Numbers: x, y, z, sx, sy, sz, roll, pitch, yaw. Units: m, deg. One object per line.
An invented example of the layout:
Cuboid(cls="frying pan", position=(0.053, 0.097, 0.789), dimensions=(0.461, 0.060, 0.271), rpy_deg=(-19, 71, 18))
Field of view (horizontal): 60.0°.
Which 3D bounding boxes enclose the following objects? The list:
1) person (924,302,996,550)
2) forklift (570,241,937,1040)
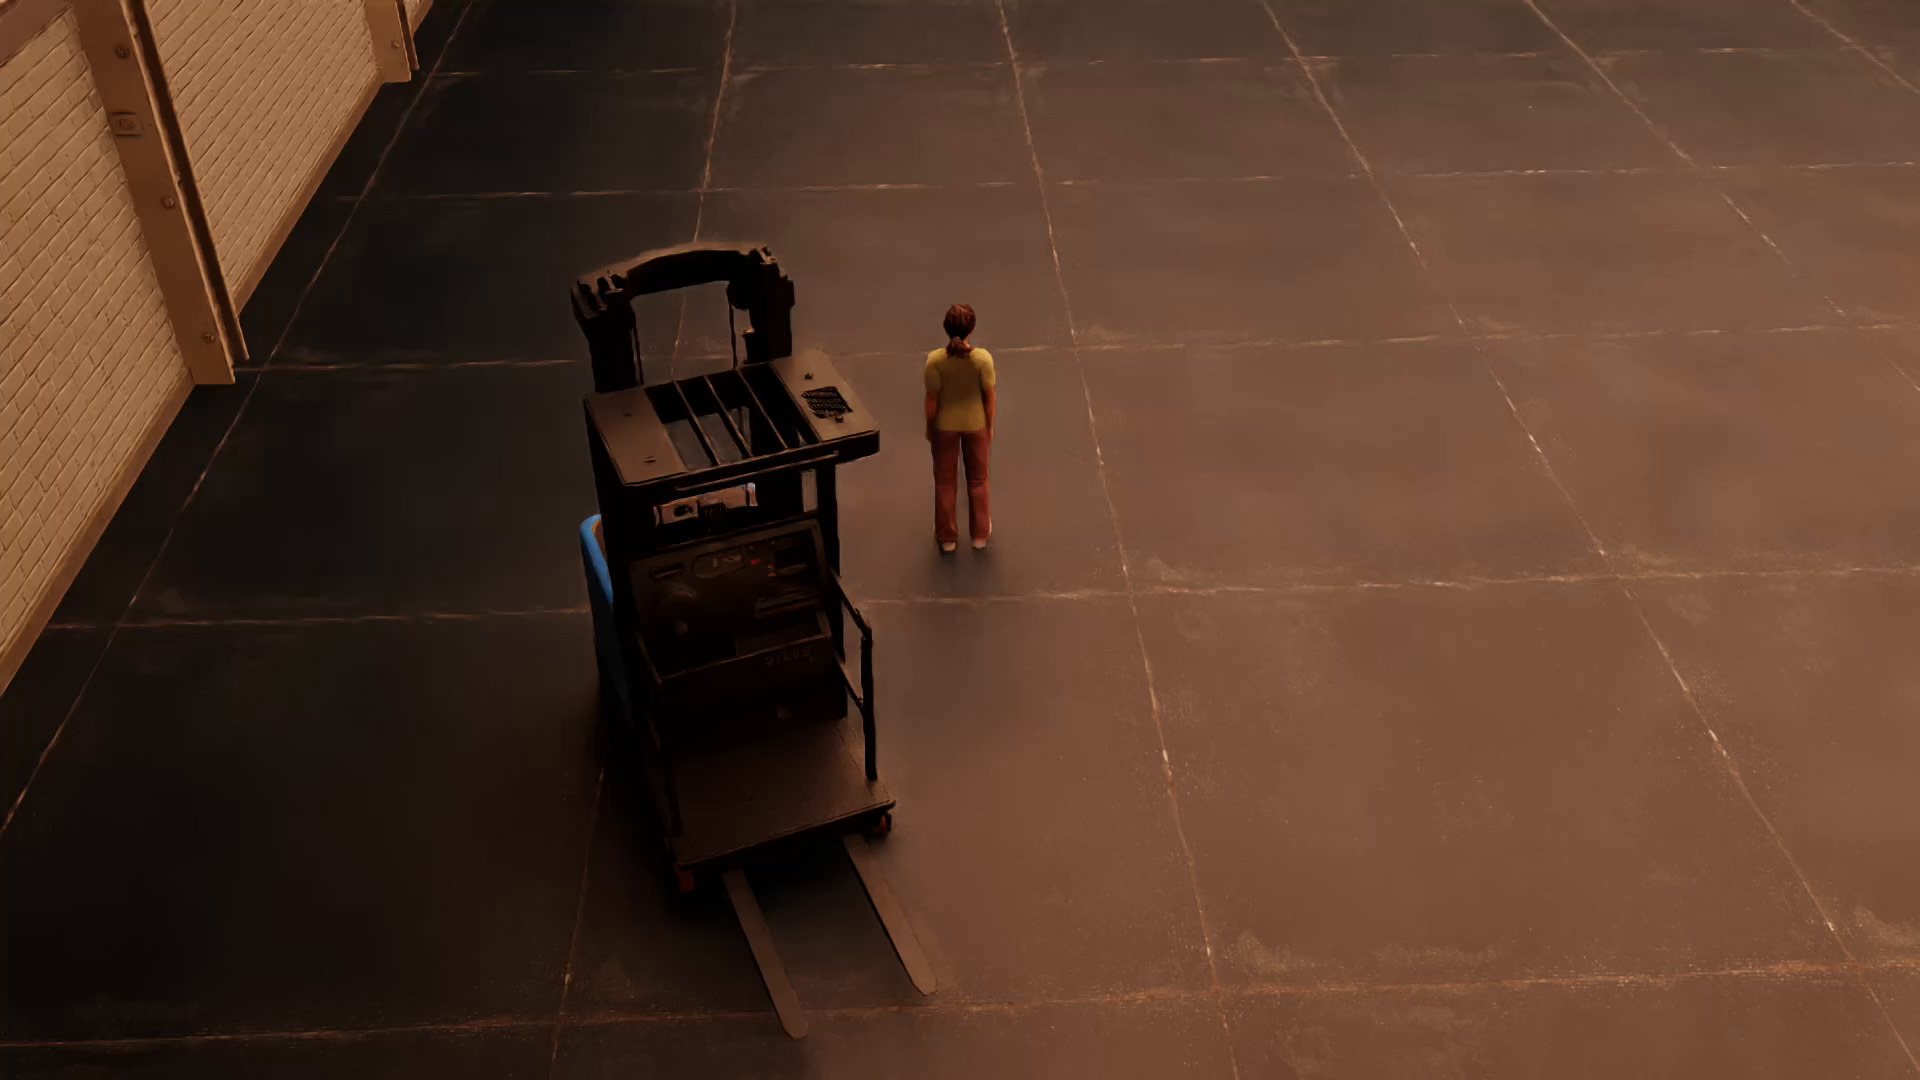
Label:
Cuboid(cls="person", position=(-0.003, -0.681, 10.015), dimensions=(0.429, 1.673, 0.365), rpy_deg=(-2, 36, -2))
Cuboid(cls="forklift", position=(-1.000, 0.253, 7.664), dimensions=(1.130, 2.935, 3.031), rpy_deg=(-14, 38, -18))
